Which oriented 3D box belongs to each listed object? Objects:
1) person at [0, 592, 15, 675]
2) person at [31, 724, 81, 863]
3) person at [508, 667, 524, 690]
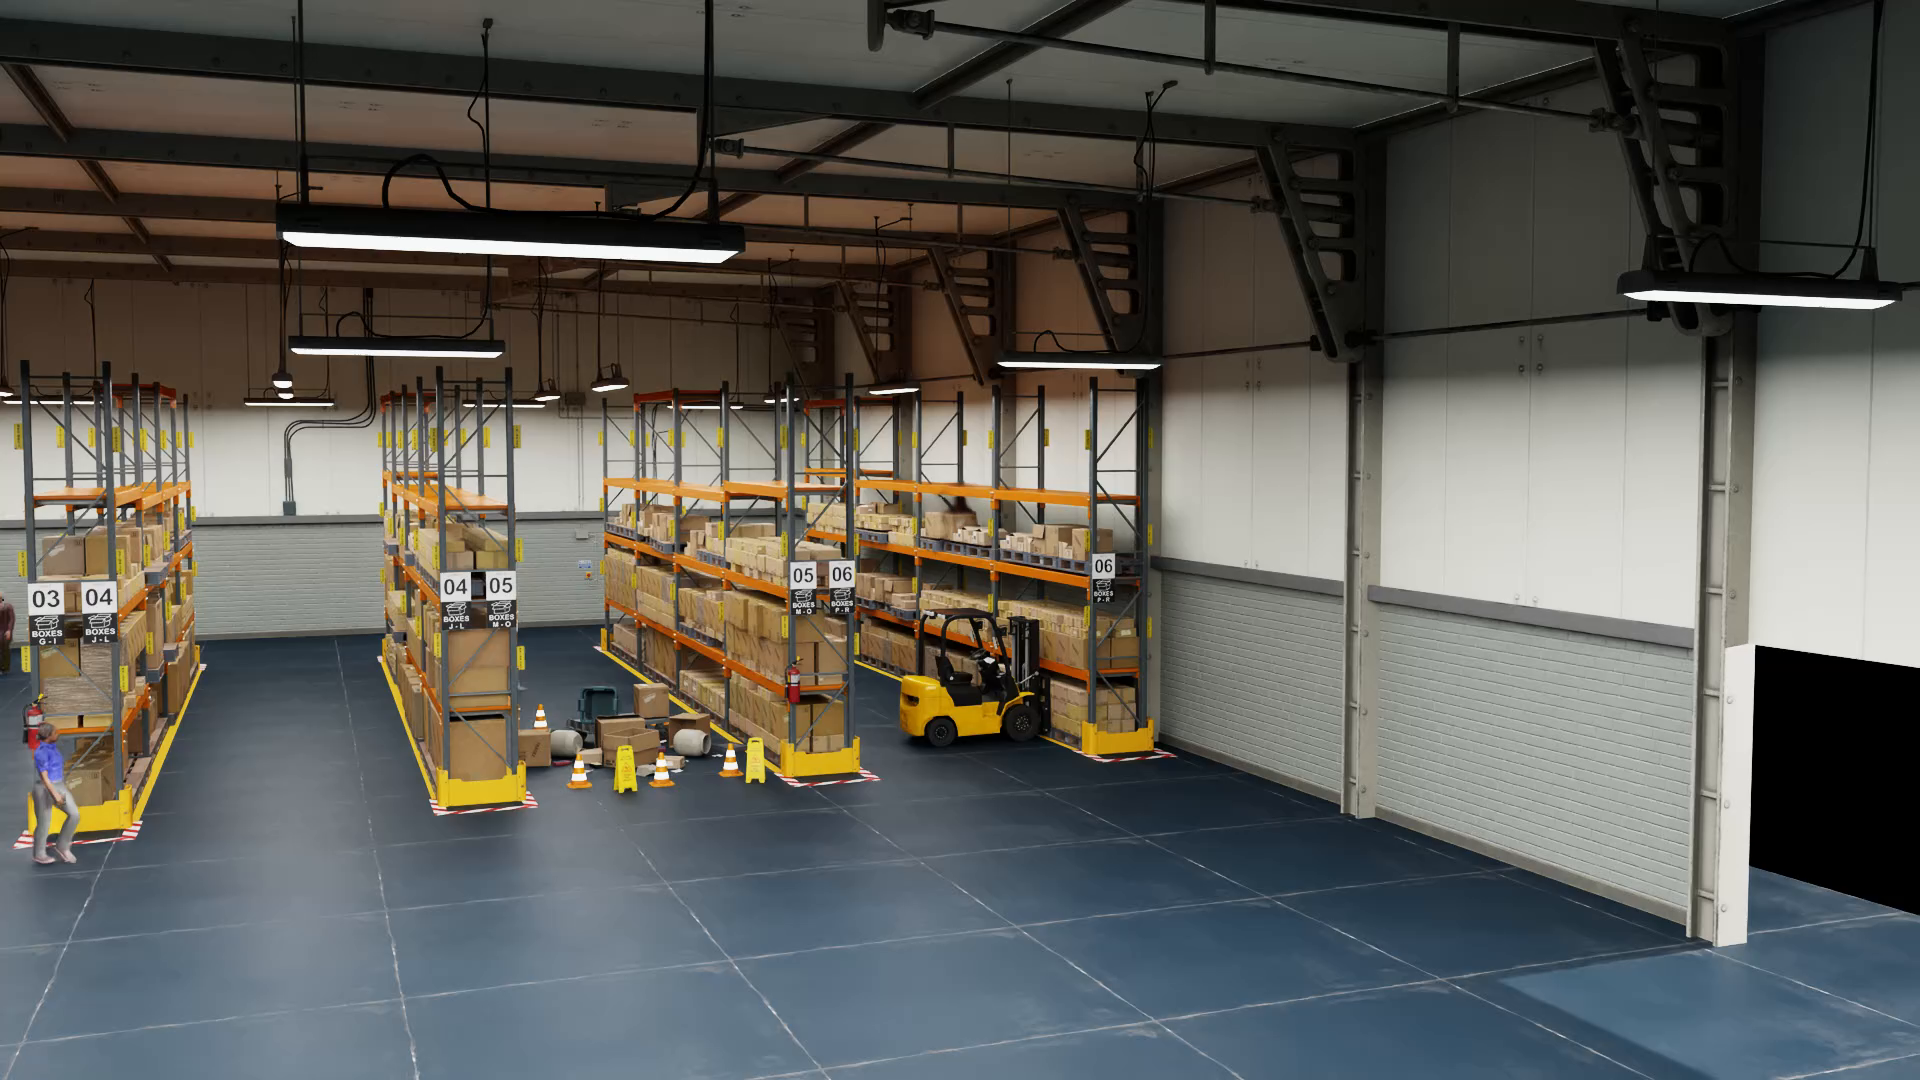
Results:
[{"bbox_3d":[-20.476,1.986,35.420,0.637,1.793,0.478,-1,3,-10],"label":"person"},{"bbox_3d":[-10.686,2.995,19.556,0.519,1.687,0.428,1,4,19],"label":"person"},{"bbox_3d":[-9.061,2.119,33.305,0.488,1.765,0.583,-3,5,-41],"label":"person"}]
